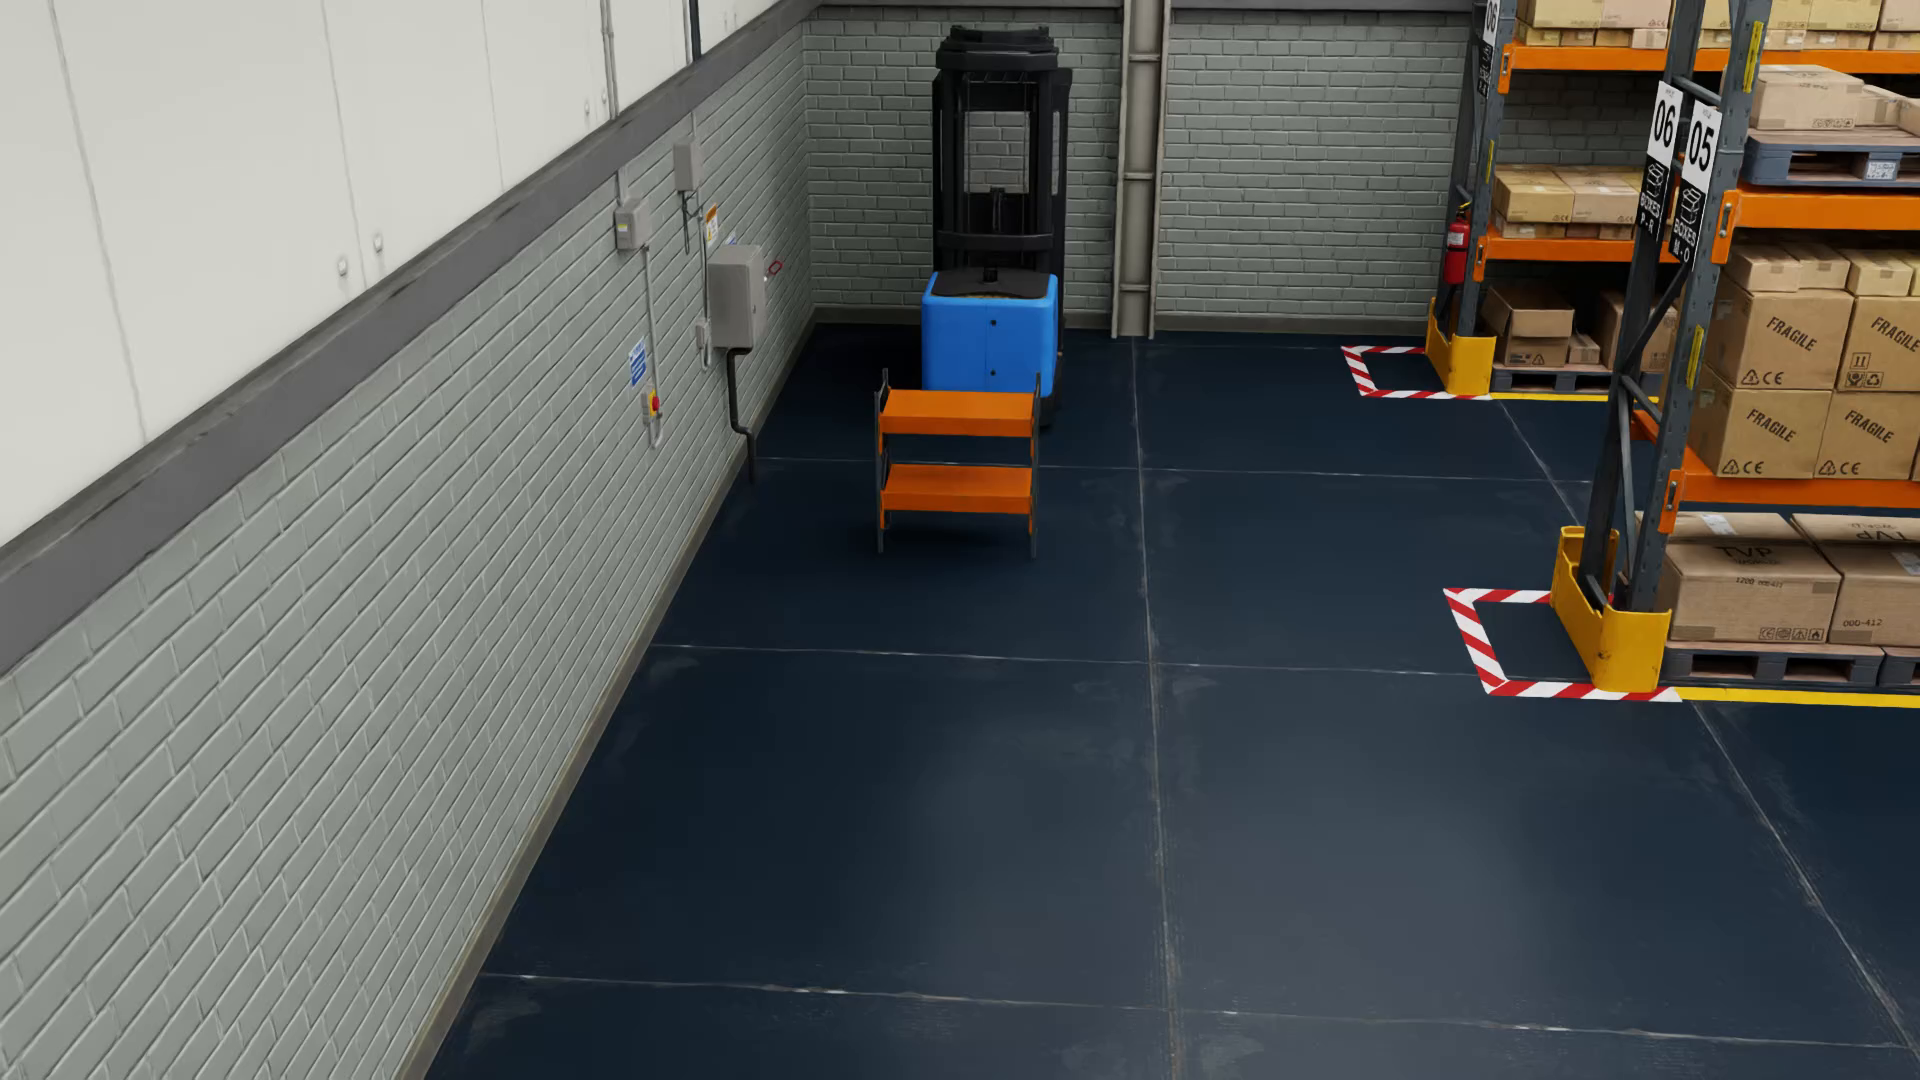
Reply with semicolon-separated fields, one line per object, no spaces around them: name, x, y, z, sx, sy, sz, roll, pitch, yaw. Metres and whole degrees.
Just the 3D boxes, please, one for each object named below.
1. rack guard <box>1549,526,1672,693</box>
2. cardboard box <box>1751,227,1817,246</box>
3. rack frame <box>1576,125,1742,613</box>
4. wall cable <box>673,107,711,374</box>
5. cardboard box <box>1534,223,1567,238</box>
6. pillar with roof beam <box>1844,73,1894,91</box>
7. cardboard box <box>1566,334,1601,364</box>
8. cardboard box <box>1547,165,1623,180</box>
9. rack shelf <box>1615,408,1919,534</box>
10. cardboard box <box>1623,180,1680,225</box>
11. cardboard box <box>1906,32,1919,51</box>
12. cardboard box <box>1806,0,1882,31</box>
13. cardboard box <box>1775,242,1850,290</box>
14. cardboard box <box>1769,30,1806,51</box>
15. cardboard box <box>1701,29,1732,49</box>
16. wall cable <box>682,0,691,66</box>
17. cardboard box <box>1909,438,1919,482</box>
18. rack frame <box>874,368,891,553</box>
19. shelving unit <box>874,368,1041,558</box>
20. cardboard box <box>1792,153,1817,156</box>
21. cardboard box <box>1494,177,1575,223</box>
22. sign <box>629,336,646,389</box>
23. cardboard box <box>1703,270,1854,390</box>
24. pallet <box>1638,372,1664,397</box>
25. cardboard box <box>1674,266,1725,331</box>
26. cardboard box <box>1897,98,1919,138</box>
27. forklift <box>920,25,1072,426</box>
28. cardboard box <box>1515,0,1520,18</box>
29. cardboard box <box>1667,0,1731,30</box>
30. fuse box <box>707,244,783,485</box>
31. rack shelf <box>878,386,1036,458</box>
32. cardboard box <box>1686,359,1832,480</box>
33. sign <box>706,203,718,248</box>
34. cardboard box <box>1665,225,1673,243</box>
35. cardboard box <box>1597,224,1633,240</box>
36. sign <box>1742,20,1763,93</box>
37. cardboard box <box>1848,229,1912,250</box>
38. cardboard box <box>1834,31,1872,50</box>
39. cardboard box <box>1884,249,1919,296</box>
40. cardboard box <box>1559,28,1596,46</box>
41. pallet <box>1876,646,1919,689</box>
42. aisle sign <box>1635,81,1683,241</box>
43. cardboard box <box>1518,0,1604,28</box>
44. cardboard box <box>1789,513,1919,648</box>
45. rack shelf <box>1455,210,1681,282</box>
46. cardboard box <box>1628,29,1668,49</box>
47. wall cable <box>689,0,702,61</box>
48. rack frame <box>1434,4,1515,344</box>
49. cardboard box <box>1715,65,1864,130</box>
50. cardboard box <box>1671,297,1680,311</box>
rack guard;3.814;0.389;9.806;0.348;0.500;1.175;2;25;4
cardboard box;4.466;-1.614;9.077;0.250;0.149;0.380;2;25;5
rack frame;3.838;-0.745;9.282;0.127;3.000;1.000;2;25;4
wall cable;-1.689;-1.969;10.726;0.122;1.984;0.588;2;25;4
cardboard box;4.778;-2.586;13.583;0.250;0.149;0.380;2;25;5
pillar with roof beam;7.247;-4.015;9.211;0.400;9.000;9.100;2;25;4
cardboard box;5.237;-1.621;14.093;0.250;0.149;0.380;1;25;2
cardboard box;5.207;-2.960;13.918;0.500;0.250;0.500;2;25;4
rack shelf;5.832;-0.355;9.293;4.000;0.370;1.077;2;25;4
cardboard box;5.654;-2.724;13.404;0.500;0.250;0.500;1;25;3
cardboard box;7.310;-3.845;12.729;0.250;0.149;0.380;3;25;6
cardboard box;6.673;-4.060;12.721;0.500;0.250;0.500;2;25;5
cardboard box;4.437;-1.434;8.687;0.250;0.149;0.380;2;25;5
cardboard box;6.284;-3.860;12.763;0.250;0.149;0.380;2;25;5
cardboard box;5.785;-3.905;12.859;0.250;0.149;0.380;2;25;3
wall cable;-1.795;-3.849;8.849;0.029;3.000;2.355;2;25;4
cardboard box;5.306;-0.627;8.906;0.500;0.500;0.500;2;25;4
rack frame;-0.514;-0.527;11.051;0.032;1.125;0.500;2;25;4
shelving unit;-0.007;-0.511;11.015;1.048;1.125;0.538;2;25;4
cardboard box;6.738;-3.253;13.657;0.500;0.500;0.500;1;25;3
cardboard box;4.646;-2.754;13.471;0.500;0.250;0.500;2;25;4
sign;-1.851;-1.021;9.557;0.001;0.218;0.327;2;25;4
cardboard box;4.294;-1.111;8.760;0.500;0.500;0.500;1;25;3
pallet;6.298;-1.480;14.214;1.213;0.211;1.003;2;25;4
cardboard box;4.337;-1.329;9.234;0.500;0.500;0.500;3;25;6
cardboard box;4.905;-2.099;8.314;0.250;0.149;0.380;3;25;6
forklift;0.346;-2.801;13.830;1.130;2.935;3.031;2;25;5
cardboard box;4.678;-4.343;13.335;0.500;0.250;0.500;1;25;3
cardboard box;5.653;-4.087;12.778;0.500;0.250;0.500;1;25;2
fuse box;-1.480;-1.202;11.814;0.414;1.711;0.539;2;25;4
rack shelf;-0.007;-0.777;10.893;1.000;0.278;0.538;2;25;4
cardboard box;4.294;-0.656;8.967;0.500;0.500;0.500;2;25;4
sign;-1.691;-2.146;11.337;0.001;0.242;0.339;2;25;4
cardboard box;5.801;-2.513;13.424;0.250;0.149;0.380;1;25;2
cardboard box;5.290;-2.559;13.523;0.250;0.149;0.380;3;25;6
sign;3.789;-2.310;7.953;0.005;0.325;0.100;2;25;4
cardboard box;4.978;-1.615;9.080;0.250;0.149;0.380;2;25;5
cardboard box;6.801;-3.875;12.795;0.250;0.149;0.380;3;25;6
cardboard box;4.951;-1.377;8.563;0.250;0.149;0.380;1;25;2
cardboard box;4.777;-3.958;12.976;0.250;0.149;0.380;2;25;5
pallet;5.854;0.555;9.792;1.213;0.211;1.003;2;25;4
aisle sign;3.790;-2.058;9.024;0.004;0.787;0.394;2;25;4
cardboard box;4.635;-4.116;12.841;0.500;0.250;0.500;2;25;3
cardboard box;5.416;0.233;9.718;0.875;0.438;0.875;2;25;5
rack shelf;6.208;-2.423;13.789;4.000;0.370;1.077;2;25;4
cardboard box;5.272;-3.892;12.832;0.250;0.149;0.380;2;25;5
wall cable;-1.544;-5.026;11.362;0.133;3.039;2.988;2;25;4
rack frame;4.214;-2.814;13.778;0.127;3.000;1.000;2;25;4
cardboard box;4.293;-2.299;8.627;0.500;0.250;0.500;0;25;-1
cardboard box;6.185;-1.708;13.862;0.500;0.500;0.500;2;25;5
